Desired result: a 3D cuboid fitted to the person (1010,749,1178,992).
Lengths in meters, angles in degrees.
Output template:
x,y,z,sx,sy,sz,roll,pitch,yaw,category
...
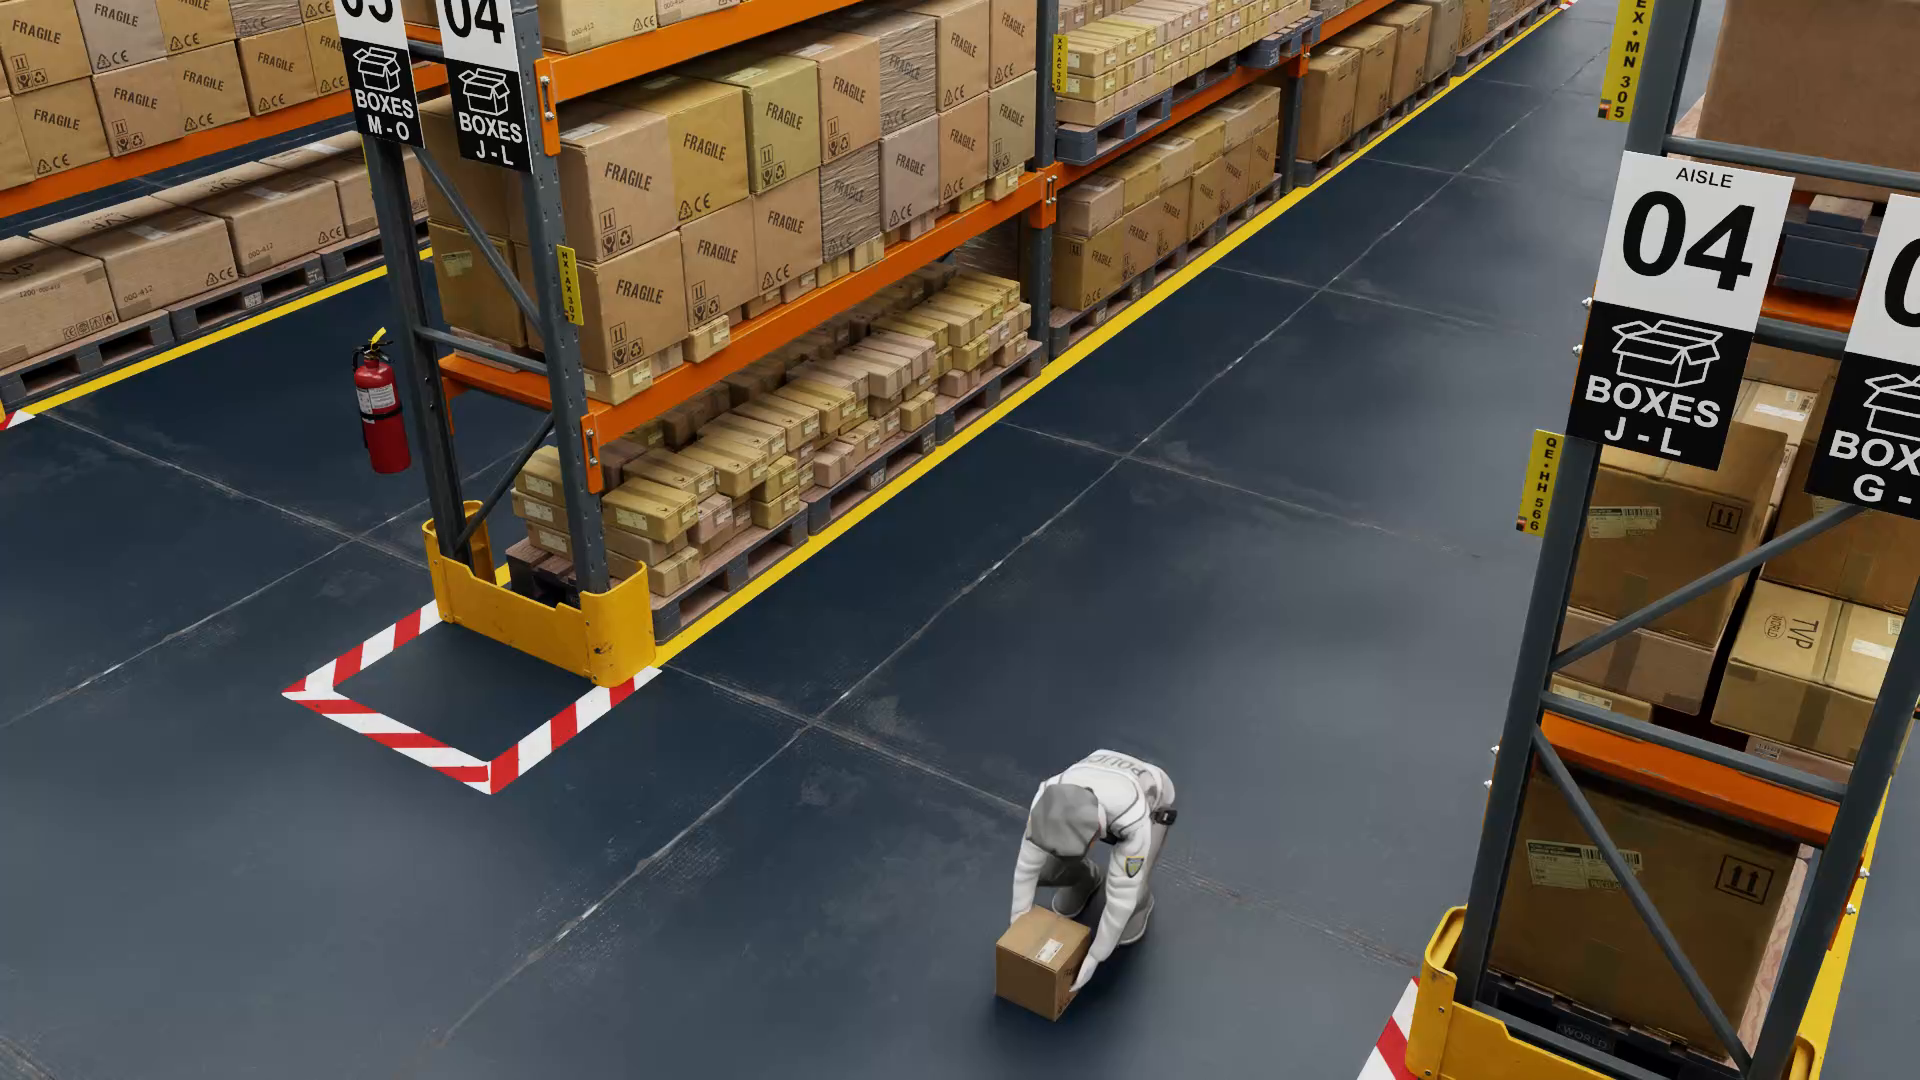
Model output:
x,y,z,sx,sy,sz,roll,pitch,yaw,category
0.491,1.103,6.030,0.485,0.899,0.856,18,35,27,person
